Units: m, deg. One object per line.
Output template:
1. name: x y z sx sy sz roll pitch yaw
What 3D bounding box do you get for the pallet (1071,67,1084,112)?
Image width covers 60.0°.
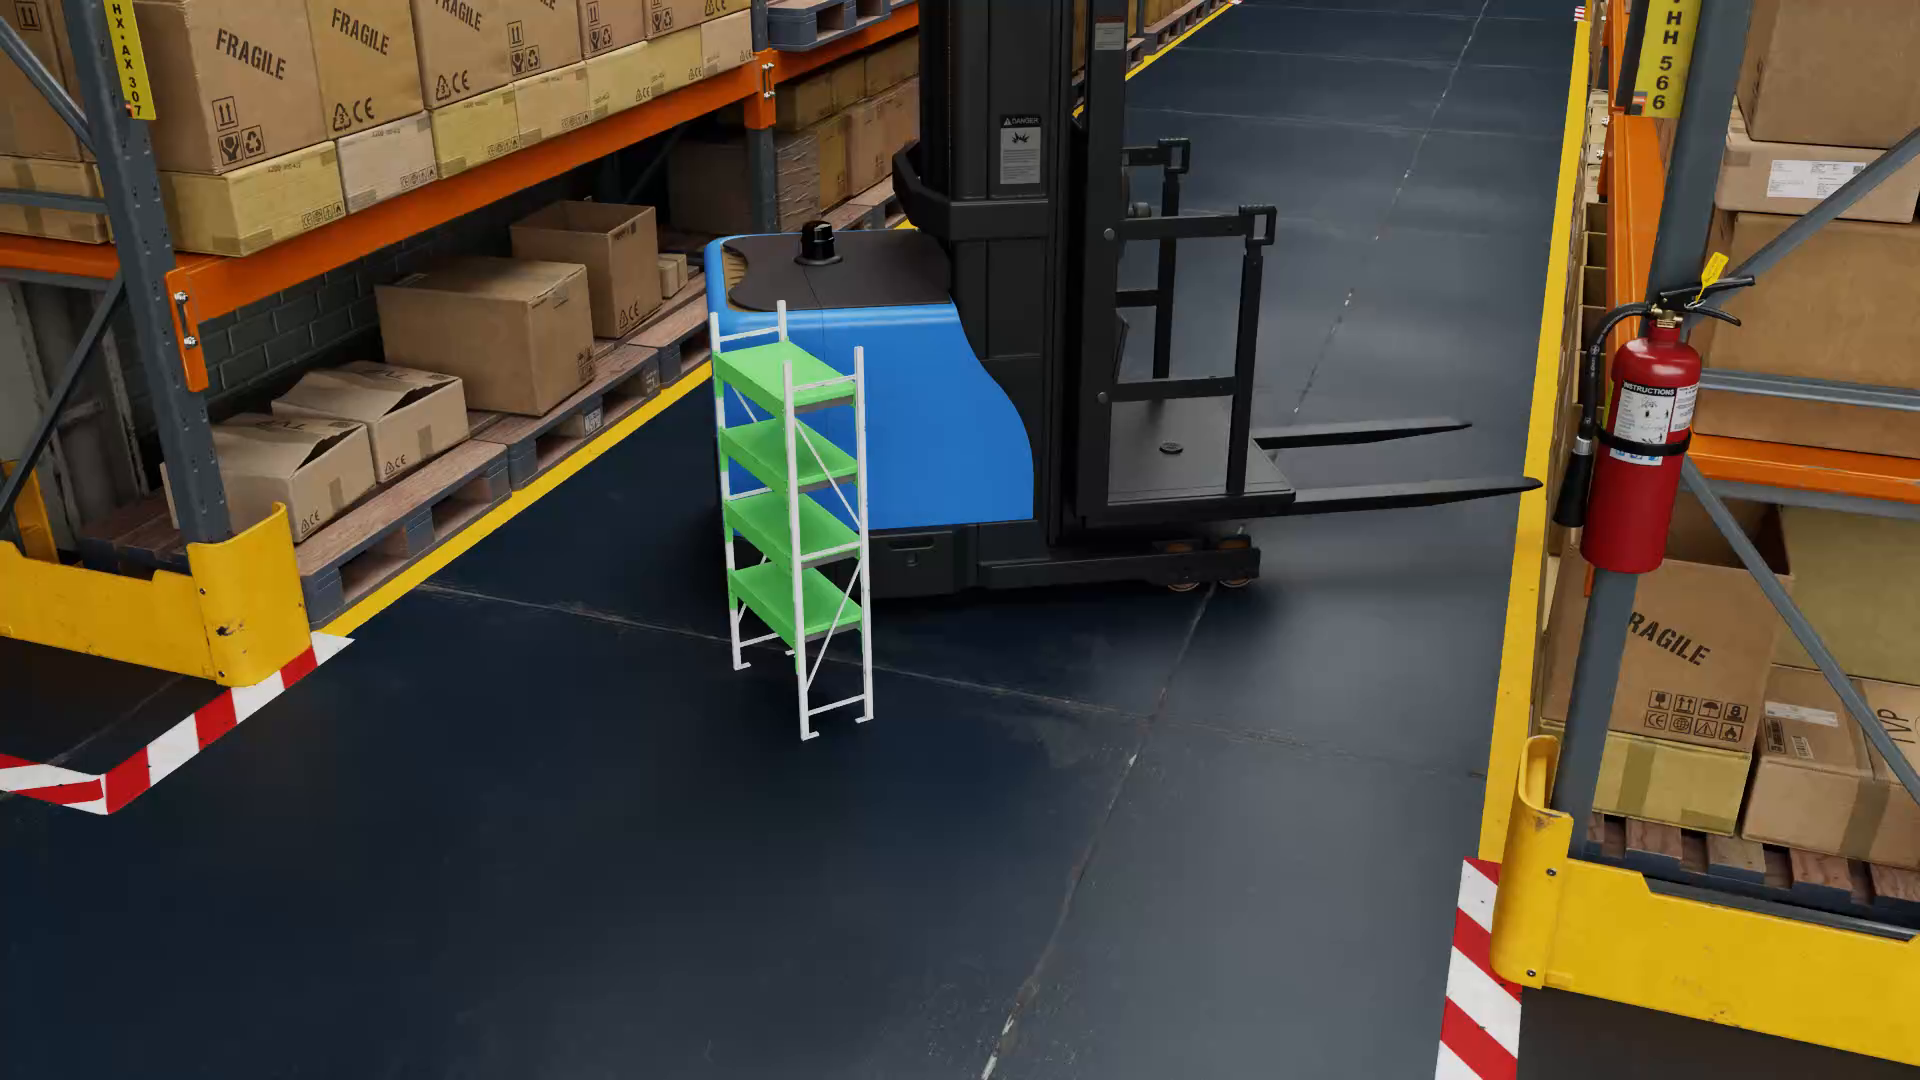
1. pallet: 0.633 -3.843 13.945 1.003 0.211 1.213 9 27 17

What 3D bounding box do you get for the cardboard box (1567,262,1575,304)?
1. cardboard box: 3.098 -1.089 7.730 0.500 0.250 0.500 8 27 17

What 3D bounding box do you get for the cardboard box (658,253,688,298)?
1. cardboard box: -1.589 -1.340 8.322 0.380 0.166 0.250 5 26 11

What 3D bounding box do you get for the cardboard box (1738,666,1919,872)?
1. cardboard box: 2.290 0.579 4.285 0.500 0.250 0.500 9 27 17

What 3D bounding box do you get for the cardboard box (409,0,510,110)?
1. cardboard box: -1.977 -1.843 5.902 0.500 0.500 0.500 8 27 16

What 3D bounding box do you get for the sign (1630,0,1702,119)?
1. sign: 1.395 -0.993 3.259 0.100 0.325 0.005 9 27 17

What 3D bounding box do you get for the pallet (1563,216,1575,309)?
1. pallet: 3.846 -1.481 9.067 1.003 0.211 1.213 9 27 17

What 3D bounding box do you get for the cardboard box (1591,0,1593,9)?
1. cardboard box: 6.611 -5.429 16.671 0.500 0.250 0.500 9 27 17

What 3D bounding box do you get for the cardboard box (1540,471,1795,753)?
1. cardboard box: 1.800 0.166 4.277 0.500 0.500 0.500 9 27 17

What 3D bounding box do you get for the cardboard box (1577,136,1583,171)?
1. cardboard box: 4.113 -2.347 10.330 0.500 0.250 0.500 9 27 17

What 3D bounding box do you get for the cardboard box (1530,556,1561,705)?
1. cardboard box: 1.957 0.297 4.868 0.500 0.250 0.500 9 27 17

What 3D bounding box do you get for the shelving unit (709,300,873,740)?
1. shelving unit: -0.501 -0.058 4.992 0.258 1.200 0.503 -15 30 -28

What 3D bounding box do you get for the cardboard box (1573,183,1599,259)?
1. cardboard box: 3.265 -1.551 8.042 0.500 0.311 0.500 10 27 19

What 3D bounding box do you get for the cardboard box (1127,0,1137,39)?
1. cardboard box: 1.129 -4.865 14.840 0.750 0.750 0.750 9 27 18

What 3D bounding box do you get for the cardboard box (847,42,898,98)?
1. cardboard box: -0.714 -2.955 10.415 0.500 0.250 0.500 9 27 17

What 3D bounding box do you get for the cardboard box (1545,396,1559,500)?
1. cardboard box: 2.450 -0.320 6.143 0.500 0.250 0.500 9 27 17

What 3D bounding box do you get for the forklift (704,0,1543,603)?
1. forklift: 0.617 -1.362 5.699 3.031 2.935 1.130 -4 26 -8

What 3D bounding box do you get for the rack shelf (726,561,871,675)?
1. rack shelf: -0.501 0.216 5.125 0.258 0.148 0.480 -15 30 -28

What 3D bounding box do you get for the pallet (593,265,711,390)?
1. pallet: -1.630 -1.105 8.291 1.003 0.211 1.213 9 27 17

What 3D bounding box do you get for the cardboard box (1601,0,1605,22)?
1. cardboard box: 5.172 -4.048 12.673 0.500 0.250 0.500 9 27 18

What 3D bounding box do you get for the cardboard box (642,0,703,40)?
1. cardboard box: -1.466 -2.476 7.210 0.500 0.500 0.500 9 27 17

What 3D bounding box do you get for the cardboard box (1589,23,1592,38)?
1. cardboard box: 5.885 -4.565 15.004 0.380 0.149 0.250 9 27 17

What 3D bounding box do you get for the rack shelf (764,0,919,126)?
1. rack shelf: -0.774 -3.140 10.118 1.077 0.370 4.000 9 27 17

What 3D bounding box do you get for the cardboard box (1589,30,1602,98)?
1. cardboard box: 4.995 -3.489 12.378 0.500 0.500 0.500 8 27 15

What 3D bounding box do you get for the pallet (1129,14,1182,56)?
1. pallet: 1.549 -4.975 16.284 1.003 0.211 1.213 9 27 17

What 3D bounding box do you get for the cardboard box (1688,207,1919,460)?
1. cardboard box: 2.069 -0.516 3.759 0.700 0.500 0.500 9 27 17

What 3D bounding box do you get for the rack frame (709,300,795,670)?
1. rack frame: -0.628 -0.148 5.180 0.240 1.200 0.015 -15 30 -28

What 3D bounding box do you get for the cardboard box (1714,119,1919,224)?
1. cardboard box: 1.849 -0.803 3.607 0.380 0.149 0.250 8 27 17

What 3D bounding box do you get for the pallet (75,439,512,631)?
1. pallet: -2.442 -0.103 6.220 1.003 0.211 1.213 9 27 17

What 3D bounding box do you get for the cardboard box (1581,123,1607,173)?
1. cardboard box: 3.774 -2.173 9.327 0.500 0.311 0.500 8 27 16

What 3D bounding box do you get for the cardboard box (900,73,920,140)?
1. cardboard box: -0.580 -2.860 11.079 0.700 0.500 0.500 9 27 17

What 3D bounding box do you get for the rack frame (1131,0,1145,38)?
1. rack frame: 1.223 -5.929 15.054 1.000 3.000 0.127 9 27 17

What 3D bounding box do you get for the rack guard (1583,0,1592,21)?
1. rack guard: 7.201 -5.700 17.449 1.175 0.500 0.348 9 27 17

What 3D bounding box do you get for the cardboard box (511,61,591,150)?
1. cardboard box: -1.804 -1.725 6.520 0.500 0.250 0.500 9 27 18

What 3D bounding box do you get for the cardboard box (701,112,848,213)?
1. cardboard box: -1.086 -2.239 9.796 0.700 0.500 0.500 8 27 16

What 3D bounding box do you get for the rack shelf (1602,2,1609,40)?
1. rack shelf: 5.230 -4.067 12.033 1.077 0.370 4.000 9 27 17

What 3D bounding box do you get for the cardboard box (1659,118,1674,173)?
1. cardboard box: 2.922 -1.569 5.933 0.700 0.500 0.500 8 27 17

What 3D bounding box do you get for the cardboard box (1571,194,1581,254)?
1. cardboard box: 3.608 -1.716 9.024 0.500 0.250 0.500 9 27 18

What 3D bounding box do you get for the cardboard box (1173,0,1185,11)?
1. cardboard box: 1.911 -5.702 16.972 0.700 0.500 0.500 9 27 19

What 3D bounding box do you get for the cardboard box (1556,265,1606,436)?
1. cardboard box: 2.451 -0.658 5.979 0.500 0.500 0.500 9 27 17

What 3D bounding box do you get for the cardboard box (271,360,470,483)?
1. cardboard box: -2.266 -0.491 6.403 0.500 0.311 0.500 11 28 22

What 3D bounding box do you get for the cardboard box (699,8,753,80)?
1. cardboard box: -1.311 -2.345 7.799 0.500 0.250 0.500 9 27 18

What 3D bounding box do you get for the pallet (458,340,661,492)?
1. pallet: -2.034 -0.602 7.252 1.003 0.211 1.213 9 27 17

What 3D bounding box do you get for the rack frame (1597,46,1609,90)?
1. rack frame: 4.564 -3.569 10.178 1.000 3.000 0.127 9 27 17

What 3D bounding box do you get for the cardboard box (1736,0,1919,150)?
1. cardboard box: 2.087 -1.122 3.521 0.700 0.500 0.500 9 27 18

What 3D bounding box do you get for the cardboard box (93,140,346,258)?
1. cardboard box: -2.309 -1.094 5.216 0.500 0.250 0.500 8 27 16
